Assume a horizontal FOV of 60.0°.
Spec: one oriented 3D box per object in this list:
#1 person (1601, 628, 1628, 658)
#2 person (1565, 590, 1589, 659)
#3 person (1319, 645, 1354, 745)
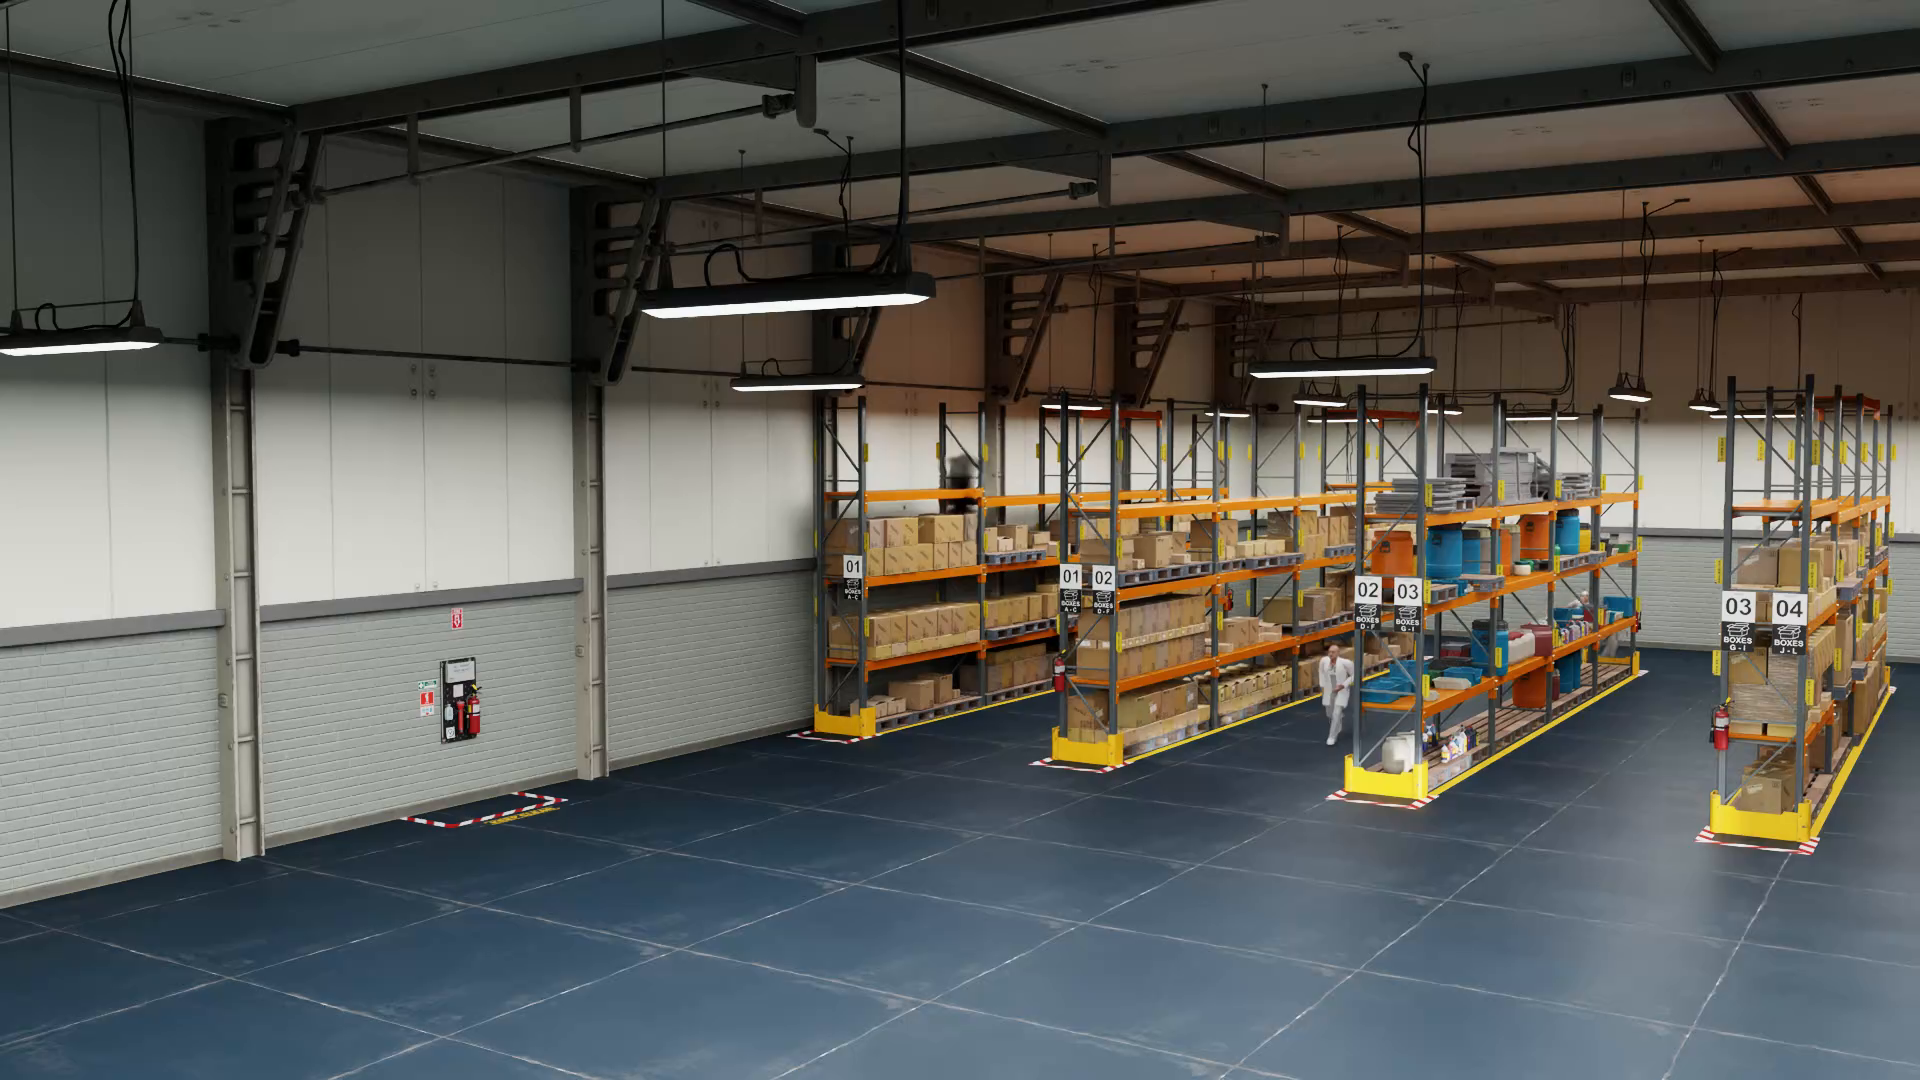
[{"bbox_3d":[15.233,2.170,38.842,0.529,1.709,0.673,-2,3,-31],"label":"person"},{"bbox_3d":[14.833,2.052,39.919,0.802,1.724,0.728,-1,3,-20],"label":"person"},{"bbox_3d":[6.522,2.648,28.704,0.687,1.716,0.758,1,3,25],"label":"person"}]
